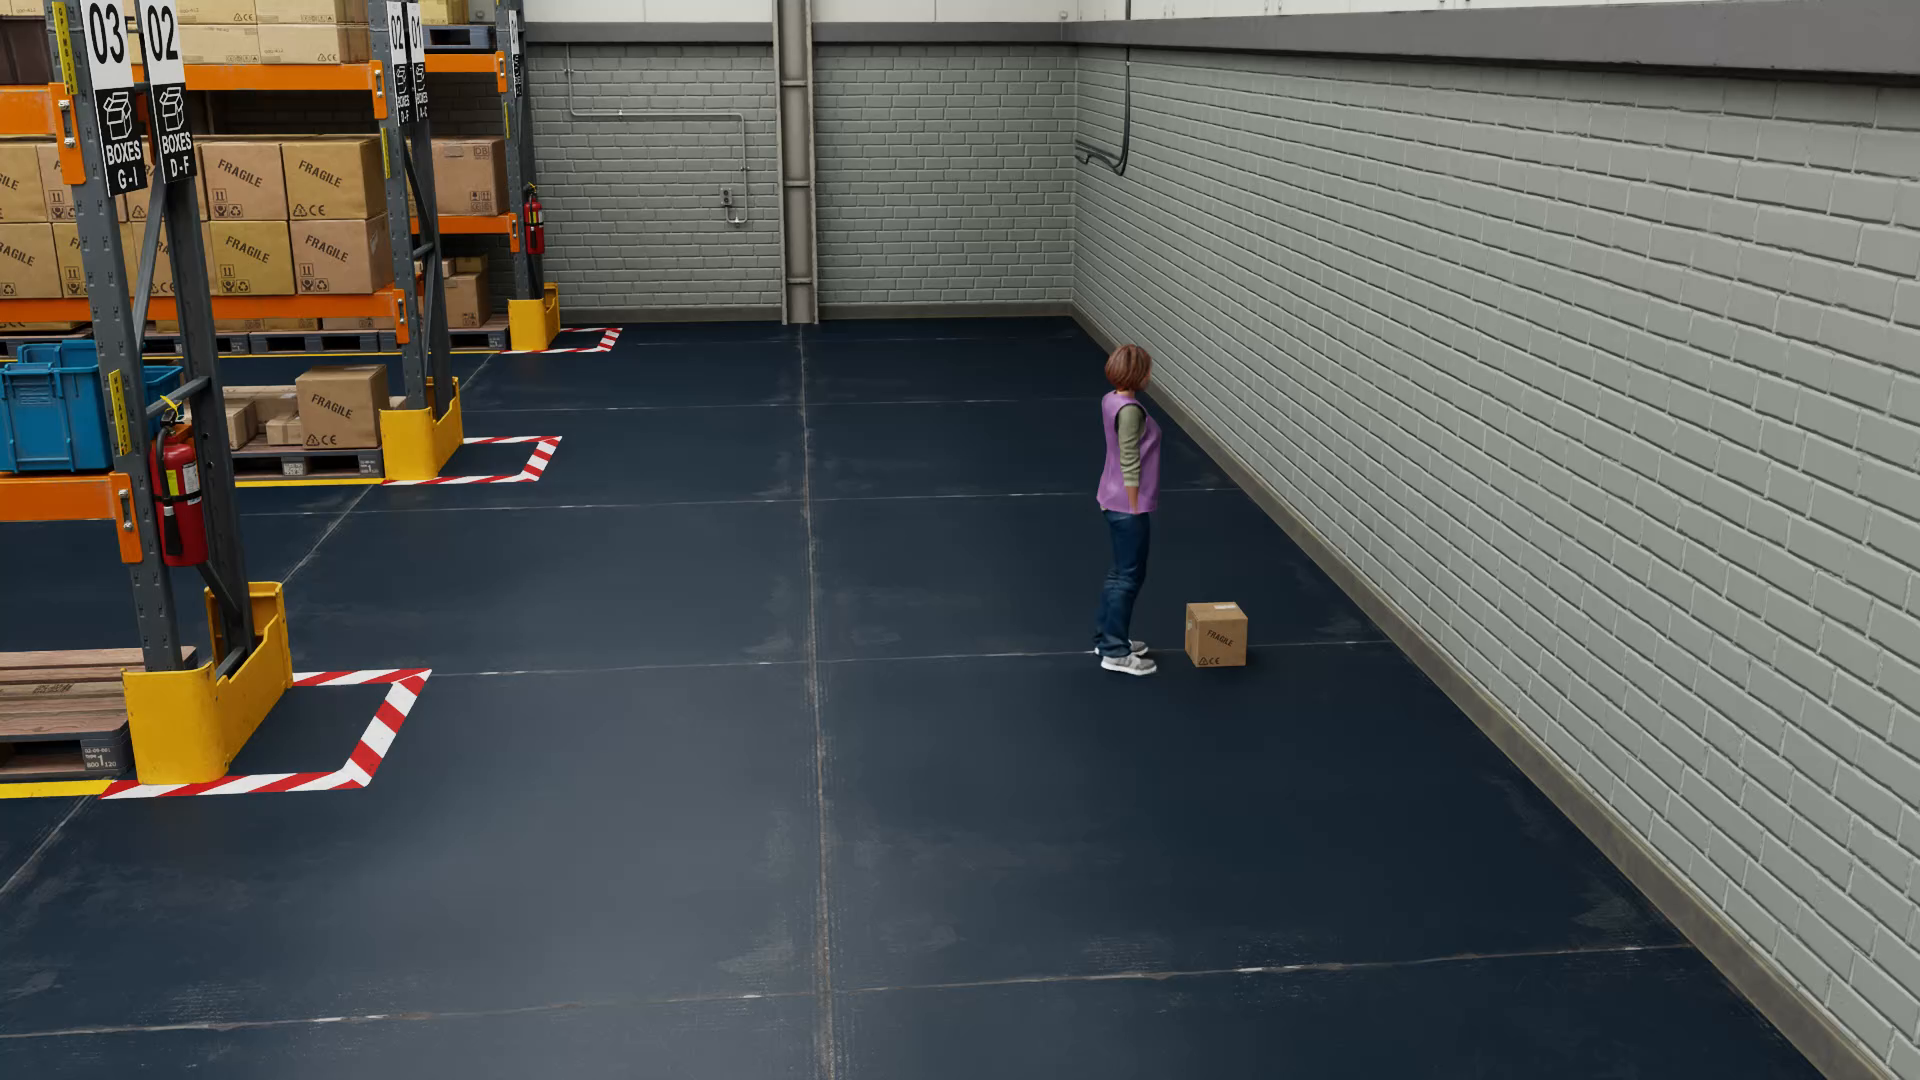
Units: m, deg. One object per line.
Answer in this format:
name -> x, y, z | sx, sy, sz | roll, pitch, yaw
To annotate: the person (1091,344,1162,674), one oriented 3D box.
person -> 0.814, -0.158, 8.091 | 0.303, 1.604, 0.408 | -1, 17, -4
